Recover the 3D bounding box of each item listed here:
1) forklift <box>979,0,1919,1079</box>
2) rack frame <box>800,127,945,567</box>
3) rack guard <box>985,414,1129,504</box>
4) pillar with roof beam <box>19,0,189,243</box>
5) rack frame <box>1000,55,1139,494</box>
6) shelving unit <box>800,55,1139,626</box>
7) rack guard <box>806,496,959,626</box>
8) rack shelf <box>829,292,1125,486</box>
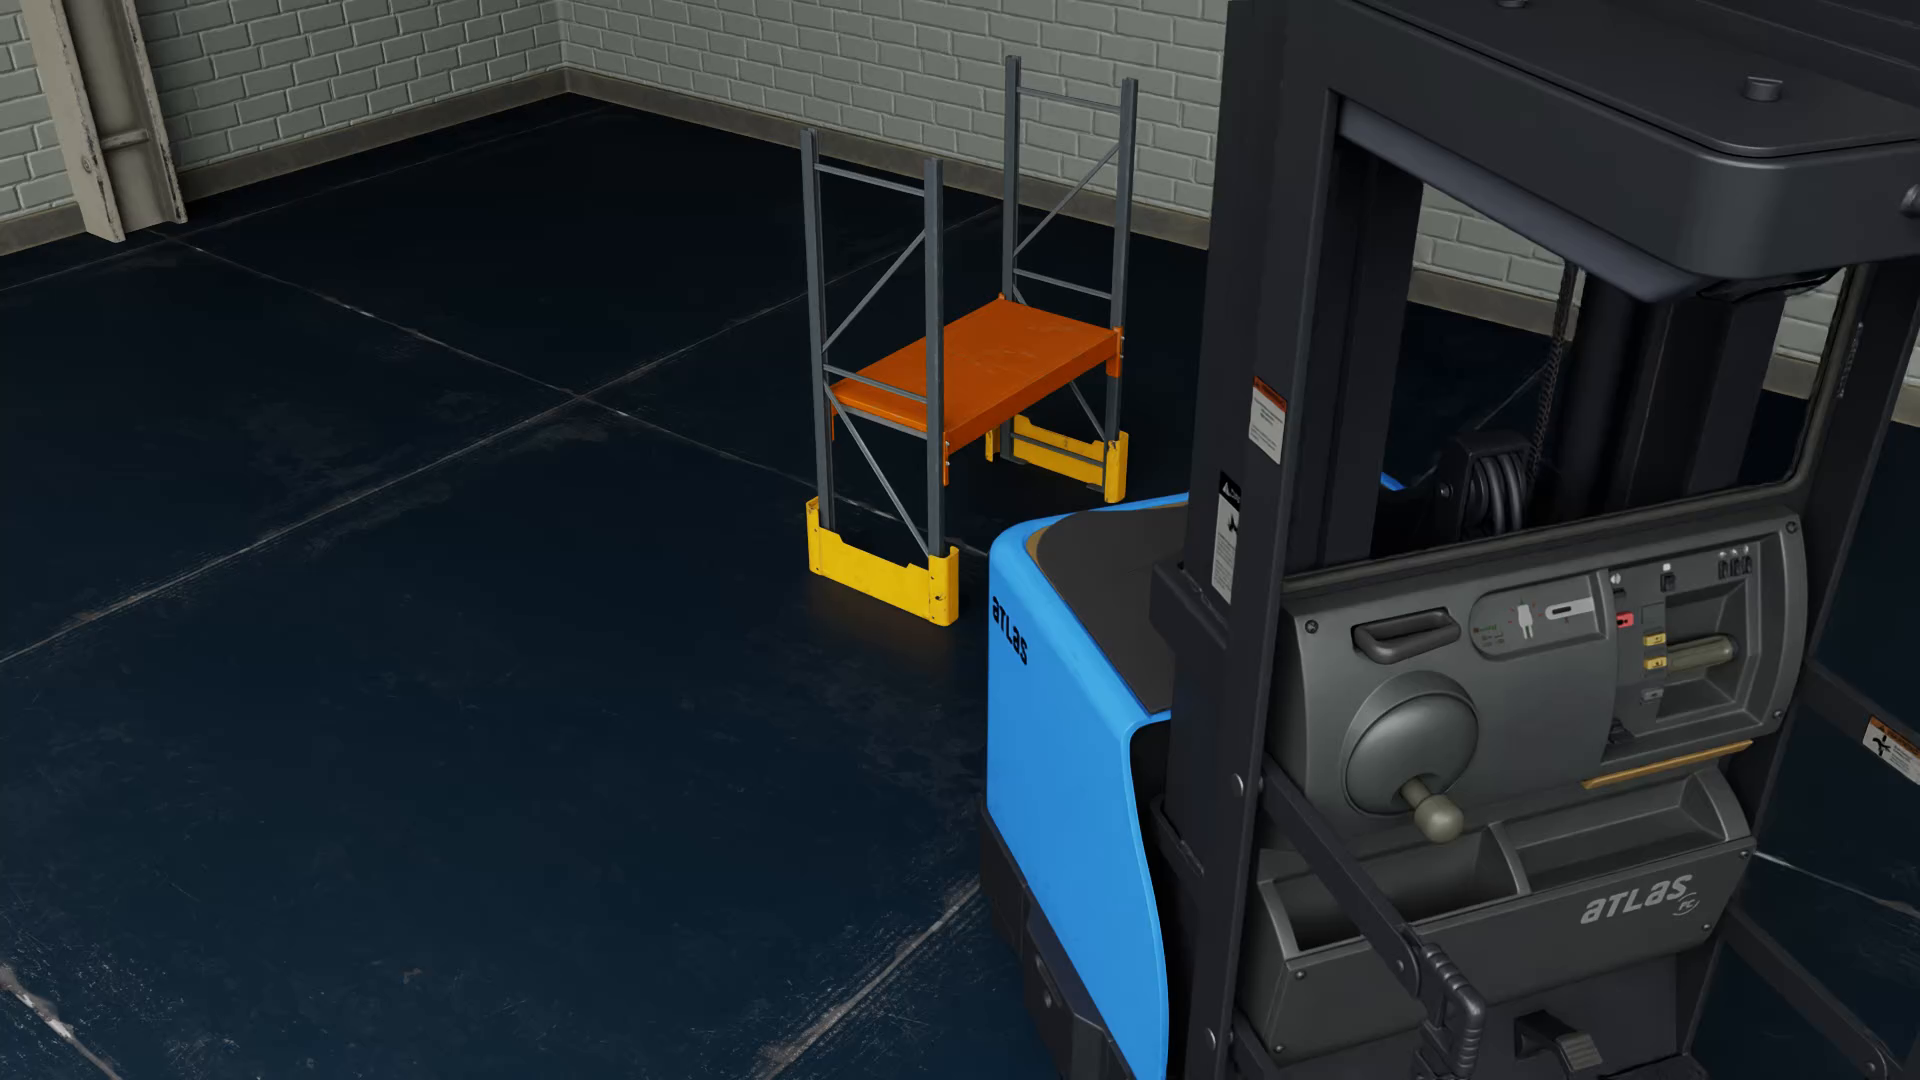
[{"bbox_3d":[1.014,0.258,2.440,1.130,2.935,3.031,-10,32,-16],"label":"forklift"},{"bbox_3d":[-0.255,-0.473,5.077,0.500,1.500,0.032,21,37,31],"label":"rack frame"},{"bbox_3d":[0.347,-0.341,6.080,0.587,0.250,0.087,21,37,31],"label":"rack guard"},{"bbox_3d":[-0.750,-4.145,3.917,9.100,9.000,0.400,21,37,31],"label":"pillar with roof beam"},{"bbox_3d":[0.358,-0.887,5.775,0.500,1.500,0.032,21,37,31],"label":"rack frame"},{"bbox_3d":[0.046,-0.676,5.420,0.587,1.500,1.083,21,37,31],"label":"shelving unit"},{"bbox_3d":[-0.255,0.064,5.397,0.587,0.250,0.087,21,37,31],"label":"rack guard"},{"bbox_3d":[0.052,-0.525,5.518,0.538,0.185,1.000,21,37,31],"label":"rack shelf"}]
